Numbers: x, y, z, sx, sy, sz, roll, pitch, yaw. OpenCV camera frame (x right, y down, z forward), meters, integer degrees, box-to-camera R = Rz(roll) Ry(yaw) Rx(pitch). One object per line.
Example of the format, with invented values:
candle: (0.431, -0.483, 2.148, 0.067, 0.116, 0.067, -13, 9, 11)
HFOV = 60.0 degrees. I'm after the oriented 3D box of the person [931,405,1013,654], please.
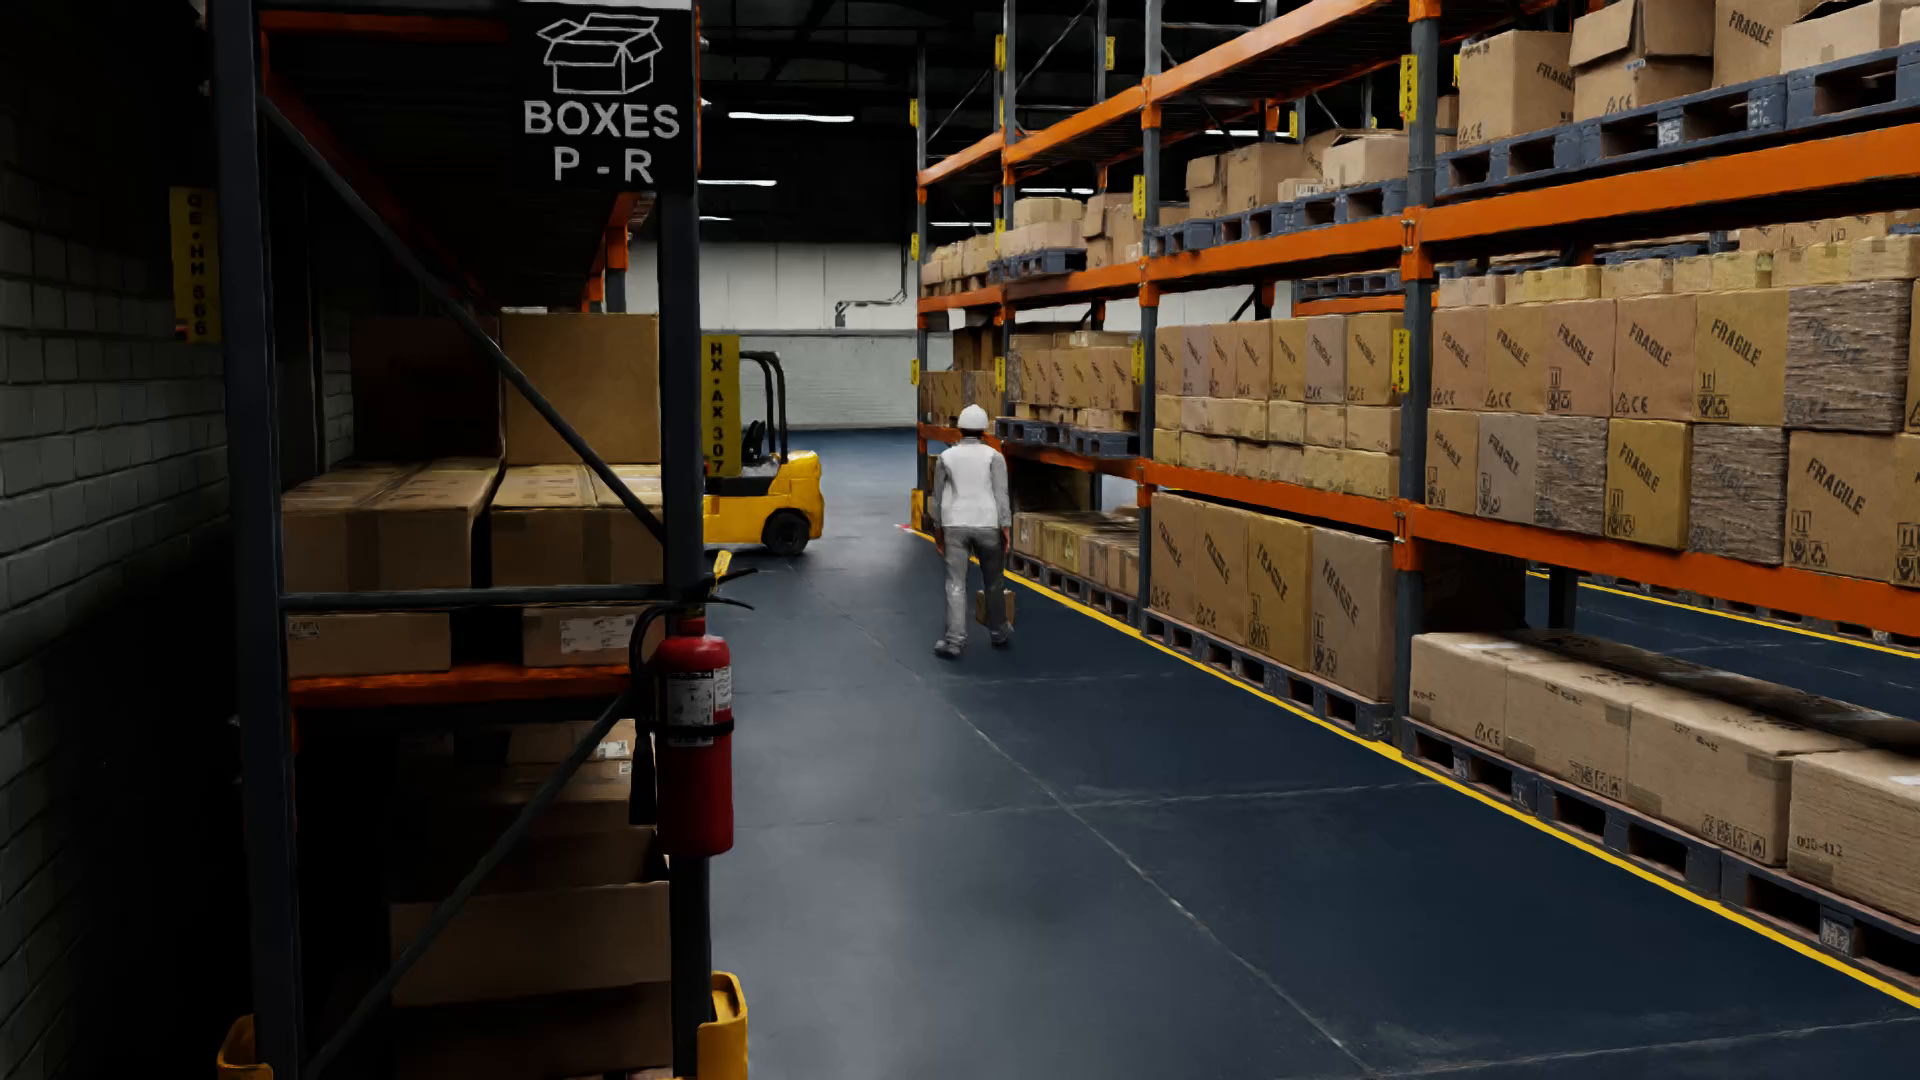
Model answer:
person: (0.087, -0.089, 11.810, 0.582, 1.735, 0.945, 1, 6, 6)
